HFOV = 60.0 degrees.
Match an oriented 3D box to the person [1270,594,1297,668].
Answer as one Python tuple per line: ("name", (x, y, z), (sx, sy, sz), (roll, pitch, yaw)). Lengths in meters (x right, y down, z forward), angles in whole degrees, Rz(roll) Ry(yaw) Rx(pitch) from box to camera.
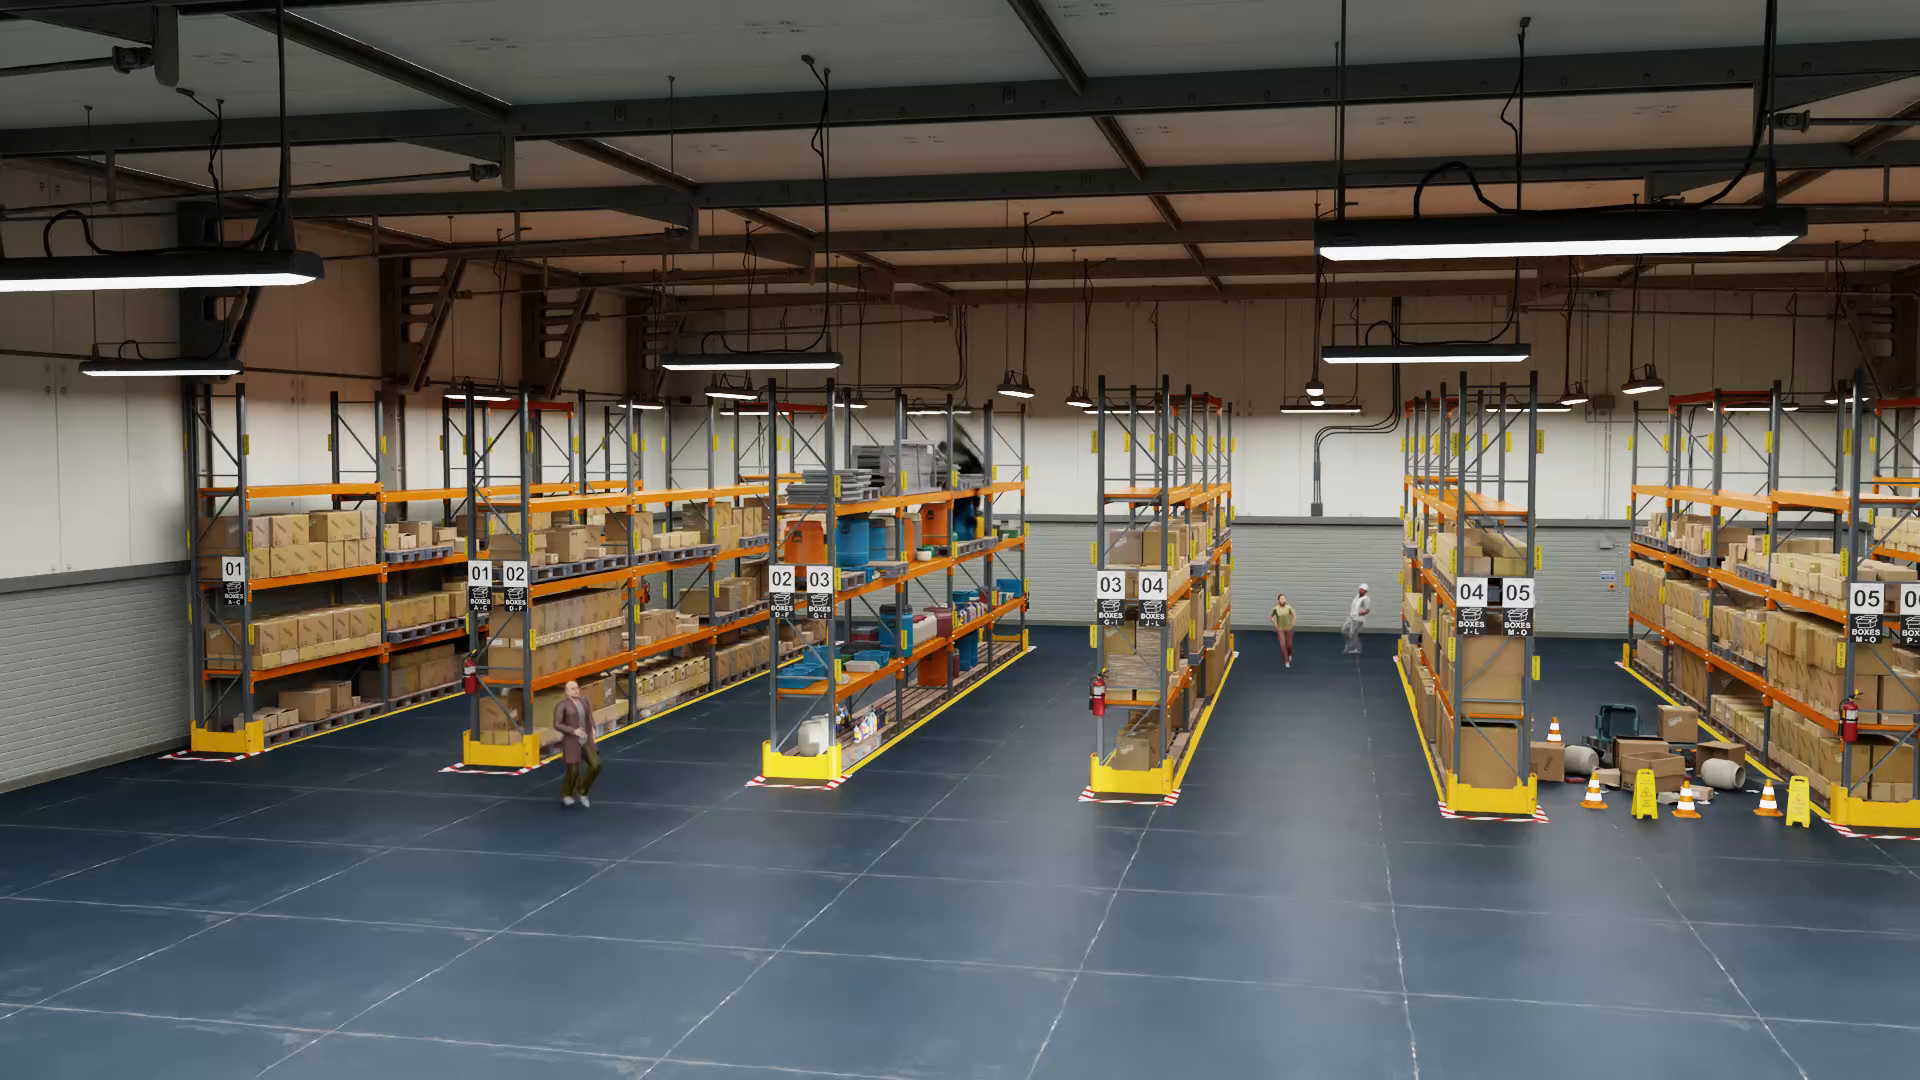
("person", (7.321, 2.040, 37.698), (0.598, 1.642, 0.711), (1, 3, 9))

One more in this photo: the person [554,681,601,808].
("person", (-5.282, 2.823, 22.971), (0.741, 1.770, 0.719), (3, 5, 44))

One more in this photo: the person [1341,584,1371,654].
("person", (9.399, 1.887, 39.537), (0.567, 1.726, 0.800), (-1, 3, -10))

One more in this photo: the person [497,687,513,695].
("person", (-8.025, 2.497, 29.448), (0.581, 1.728, 0.734), (1, 3, 14))
